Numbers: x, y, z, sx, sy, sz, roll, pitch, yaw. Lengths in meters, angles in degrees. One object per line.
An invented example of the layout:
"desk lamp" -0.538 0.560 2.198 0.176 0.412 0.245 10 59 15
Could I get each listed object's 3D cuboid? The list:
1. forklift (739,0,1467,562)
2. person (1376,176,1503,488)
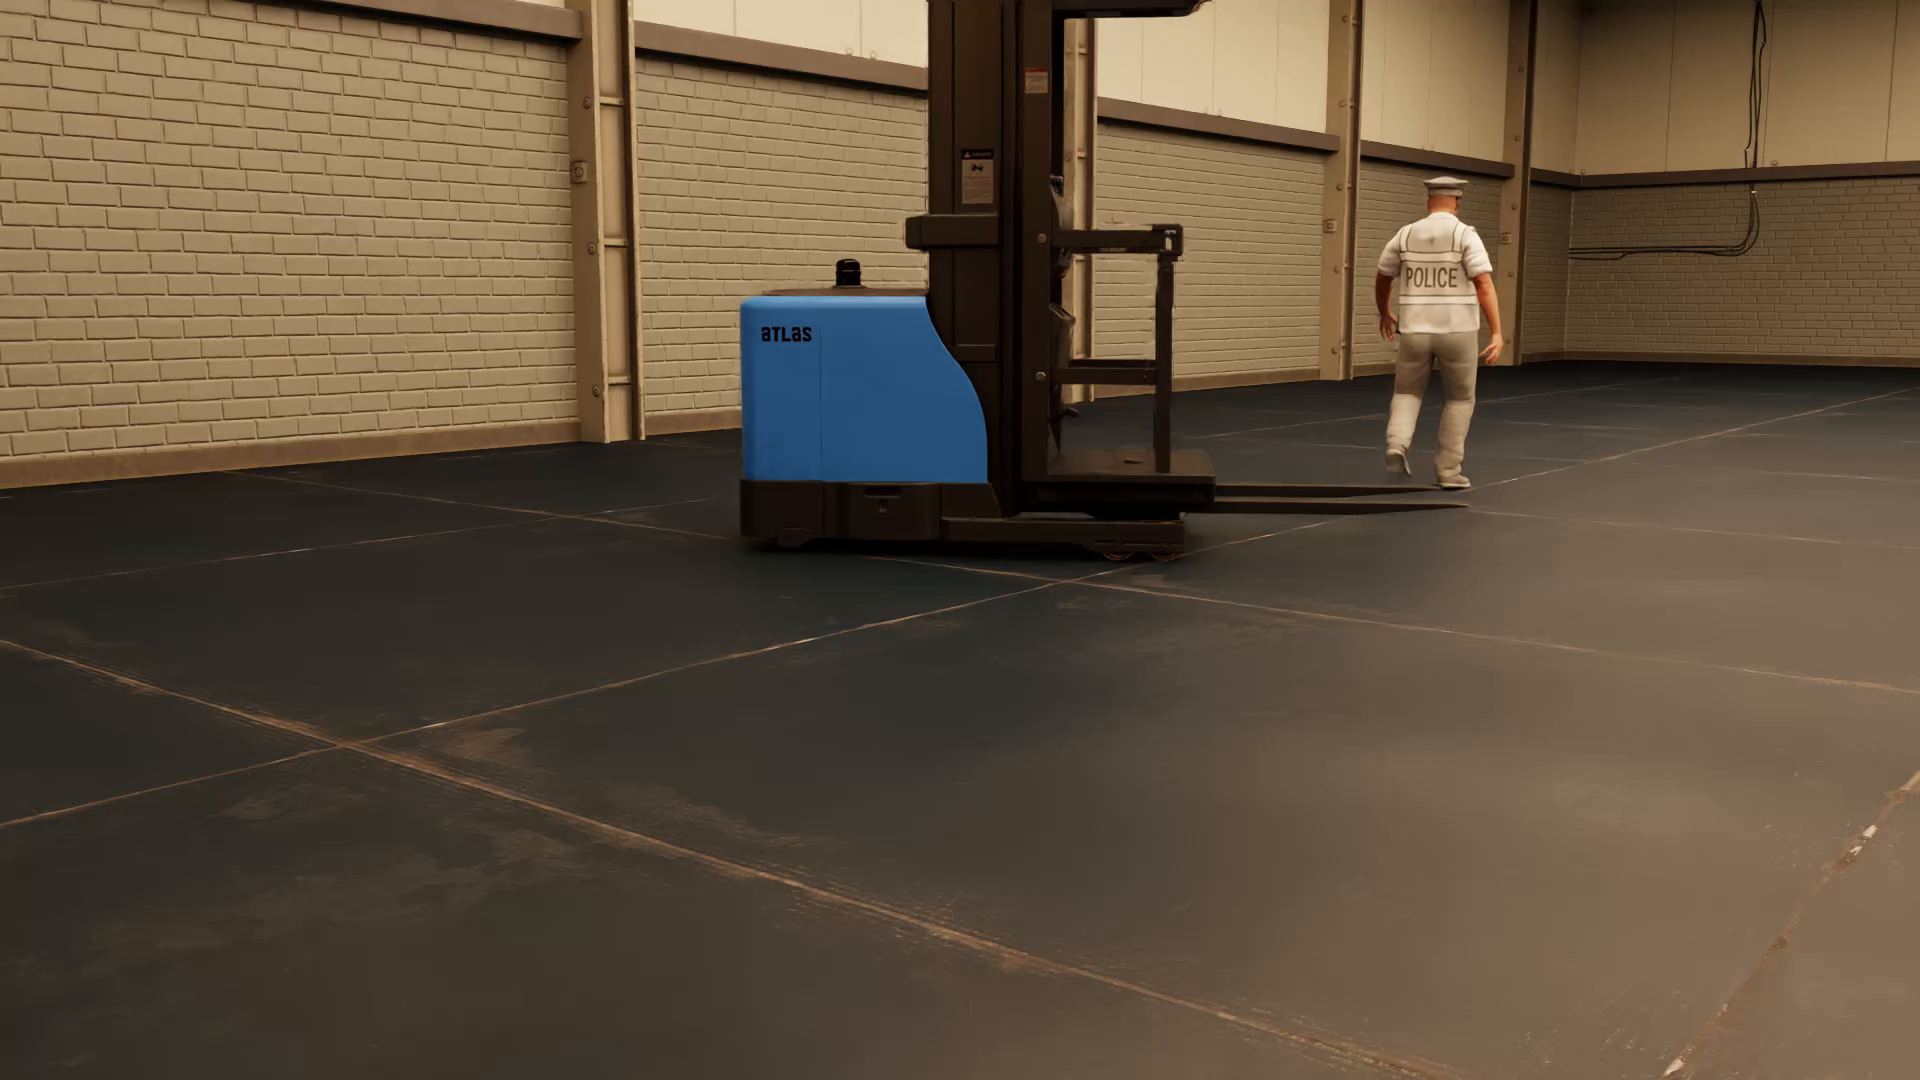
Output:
"forklift" 0.617 -1.443 7.143 3.031 2.935 1.130 1 8 6
"person" 2.647 -1.140 9.241 0.792 1.730 0.595 5 10 32
